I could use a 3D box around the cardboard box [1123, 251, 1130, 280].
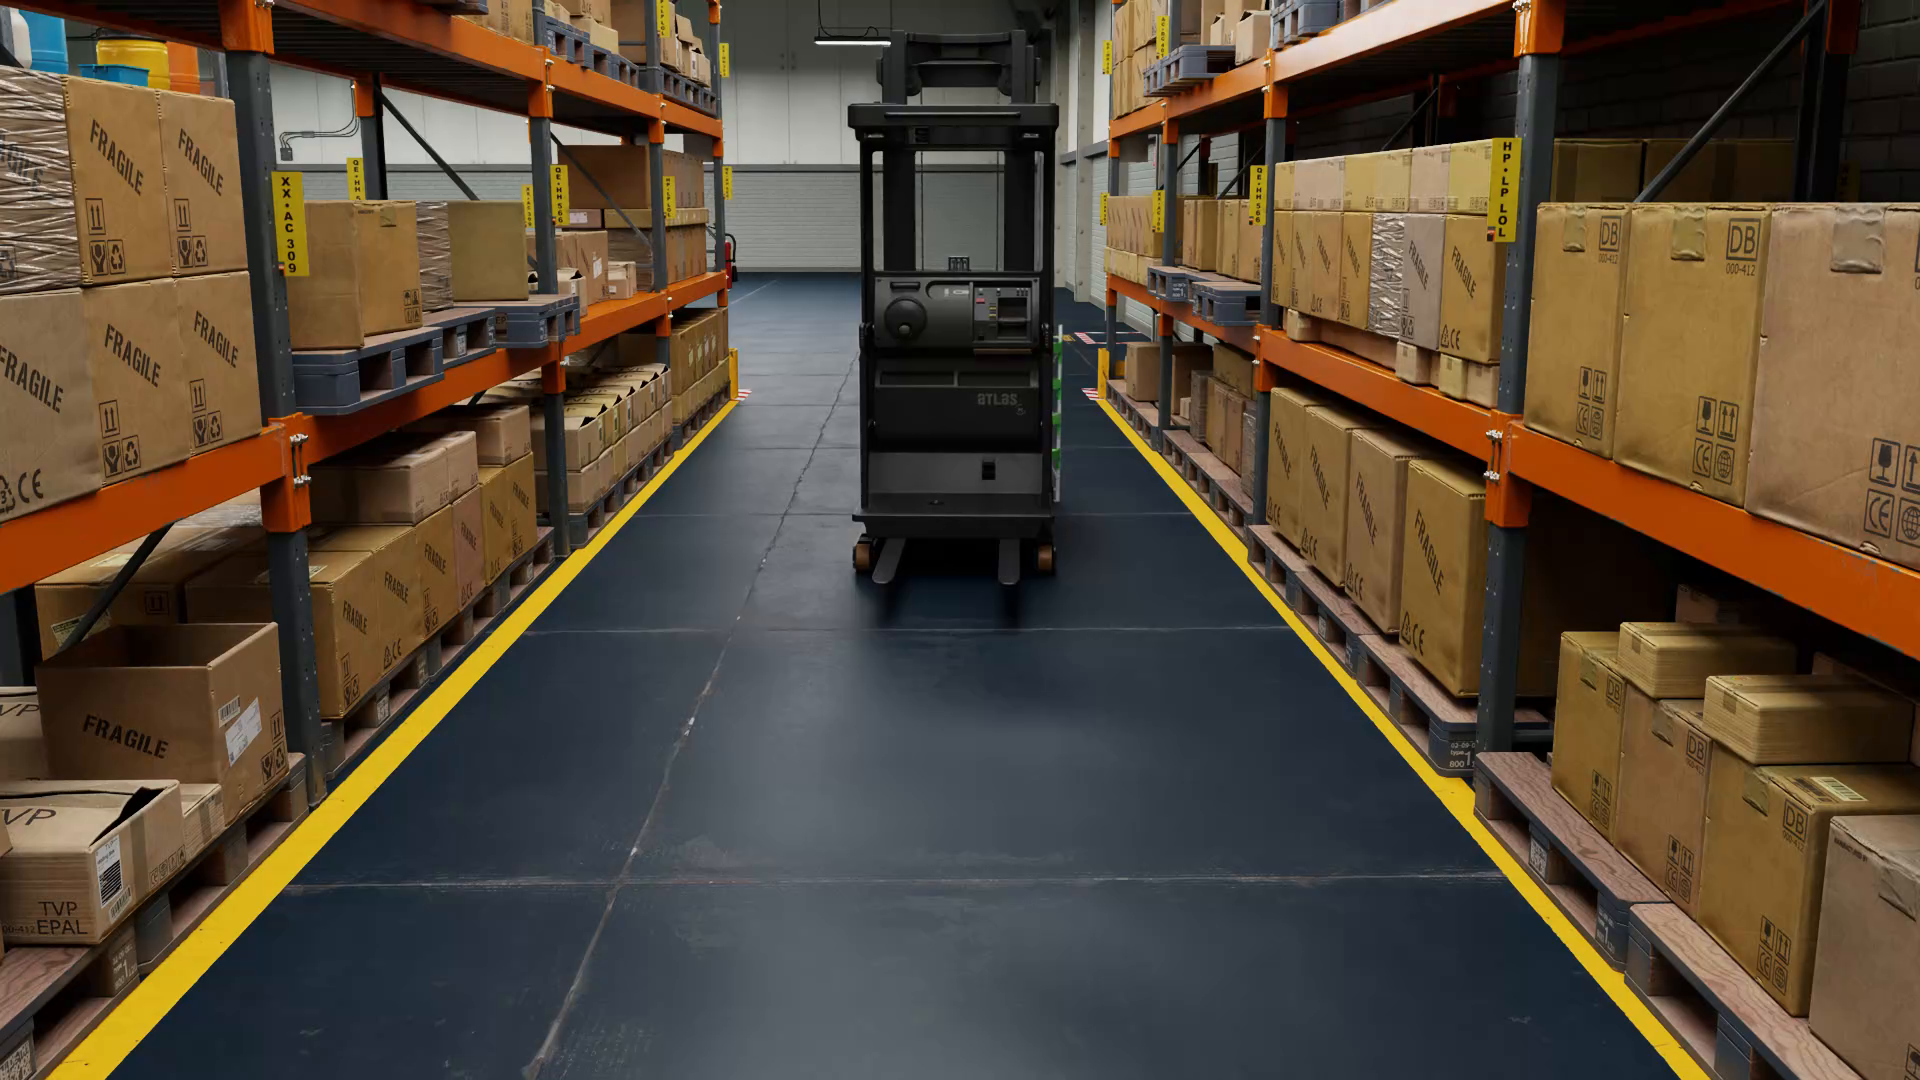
[{"bbox_3d":[1.767,-2.512,15.225,0.500,0.250,0.500,0,11,-1],"label":"cardboard box"}]

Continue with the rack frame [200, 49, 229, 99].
[{"bbox_3d":[-7.869,-5.879,16.403,1.000,3.000,0.127,0,11,-1],"label":"rack frame"}]

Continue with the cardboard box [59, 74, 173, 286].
[{"bbox_3d":[-2.386,-0.911,4.237,0.500,0.500,0.500,0,11,-2],"label":"cardboard box"}]

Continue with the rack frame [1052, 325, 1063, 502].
[{"bbox_3d":[0.580,-0.863,11.289,0.240,1.200,0.015,8,14,33],"label":"rack frame"}]

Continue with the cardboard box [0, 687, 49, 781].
[{"bbox_3d":[-2.876,0.614,5.146,0.500,0.311,0.500,0,11,-1],"label":"cardboard box"}]

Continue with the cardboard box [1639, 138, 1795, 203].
[{"bbox_3d":[2.535,-1.259,5.782,0.500,0.250,0.500,0,11,1],"label":"cardboard box"}]

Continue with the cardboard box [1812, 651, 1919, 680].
[{"bbox_3d":[2.412,0.384,4.221,0.380,0.149,0.250,-1,11,-3],"label":"cardboard box"}]

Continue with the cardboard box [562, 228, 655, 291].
[{"bbox_3d":[-2.849,-2.300,13.602,0.700,0.500,0.500,-1,11,-3],"label":"cardboard box"}]

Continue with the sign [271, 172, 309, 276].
[{"bbox_3d":[-2.126,-1.001,5.271,0.100,0.325,0.005,0,11,-1],"label":"sign"}]

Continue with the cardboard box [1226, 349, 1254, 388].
[{"bbox_3d":[2.178,-1.205,11.749,0.500,0.250,0.500,-1,11,-3],"label":"cardboard box"}]

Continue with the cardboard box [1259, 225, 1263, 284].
[{"bbox_3d":[2.182,-1.747,9.768,0.700,0.500,0.500,-2,12,-8],"label":"cardboard box"}]

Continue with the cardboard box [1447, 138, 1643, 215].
[{"bbox_3d":[2.019,-1.258,5.779,0.500,0.250,0.500,0,11,0],"label":"cardboard box"}]

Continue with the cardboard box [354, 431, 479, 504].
[{"bbox_3d":[-2.466,-0.327,7.419,0.500,0.250,0.500,0,11,-2],"label":"cardboard box"}]

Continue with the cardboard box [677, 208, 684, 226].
[{"bbox_3d":[-2.681,-2.892,14.887,0.380,0.149,0.250,0,11,-2],"label":"cardboard box"}]

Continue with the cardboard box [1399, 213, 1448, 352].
[{"bbox_3d":[2.002,-0.991,6.348,0.500,0.500,0.500,0,11,-1],"label":"cardboard box"}]

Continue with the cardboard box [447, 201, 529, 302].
[{"bbox_3d":[-2.625,-1.498,8.591,0.700,0.500,0.500,-4,12,-20],"label":"cardboard box"}]

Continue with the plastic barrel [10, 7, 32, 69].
[{"bbox_3d":[-7.599,-3.961,13.155,0.421,0.512,0.421,0,11,0],"label":"plastic barrel"}]

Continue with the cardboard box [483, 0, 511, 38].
[{"bbox_3d":[-2.698,-2.699,8.023,0.910,0.500,0.500,0,11,-1],"label":"cardboard box"}]

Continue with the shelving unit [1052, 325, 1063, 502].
[{"bbox_3d":[0.443,-0.823,11.091,0.258,1.200,0.503,8,14,33],"label":"shelving unit"}]

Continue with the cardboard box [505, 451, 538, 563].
[{"bbox_3d":[-2.497,-0.174,8.551,0.500,0.500,0.500,0,11,1],"label":"cardboard box"}]

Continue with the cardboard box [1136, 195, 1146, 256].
[{"bbox_3d":[1.784,-2.680,14.165,0.500,0.500,0.500,0,11,-1],"label":"cardboard box"}]

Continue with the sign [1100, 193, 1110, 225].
[{"bbox_3d":[1.494,-3.401,17.103,0.100,0.325,0.005,0,11,-1],"label":"sign"}]

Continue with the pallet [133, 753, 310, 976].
[{"bbox_3d":[-2.655,0.930,4.943,1.003,0.211,1.213,0,11,-1],"label":"pallet"}]

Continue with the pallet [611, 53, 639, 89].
[{"bbox_3d":[-2.803,-3.364,12.034,0.805,0.209,1.217,-1,11,-3],"label":"pallet"}]

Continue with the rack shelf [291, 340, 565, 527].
[{"bbox_3d":[-2.710,-0.618,7.370,1.077,0.370,4.000,0,11,-1],"label":"rack shelf"}]

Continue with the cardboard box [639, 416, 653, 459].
[{"bbox_3d":[-2.516,-0.738,12.011,0.500,0.250,0.500,0,11,0],"label":"cardboard box"}]

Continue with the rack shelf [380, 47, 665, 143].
[{"bbox_3d":[-2.792,-2.883,10.991,1.077,0.370,4.000,0,11,-1],"label":"rack shelf"}]

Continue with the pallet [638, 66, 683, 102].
[{"bbox_3d":[-2.877,-3.759,13.723,1.003,0.211,1.213,0,11,-1],"label":"pallet"}]

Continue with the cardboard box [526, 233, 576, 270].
[{"bbox_3d":[-2.802,-1.750,10.891,0.500,0.500,0.500,-1,11,-4],"label":"cardboard box"}]

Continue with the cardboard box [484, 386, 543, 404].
[{"bbox_3d":[-3.041,-0.907,11.437,0.500,0.311,0.500,0,11,0],"label":"cardboard box"}]

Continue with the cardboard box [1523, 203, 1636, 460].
[{"bbox_3d":[2.279,-0.633,4.881,0.980,0.700,0.700,0,11,0],"label":"cardboard box"}]

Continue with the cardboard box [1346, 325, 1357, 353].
[{"bbox_3d":[2.031,-0.954,7.797,0.380,0.149,0.250,0,11,0],"label":"cardboard box"}]

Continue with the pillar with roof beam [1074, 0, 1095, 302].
[{"bbox_3d":[-1.761,-9.344,33.485,9.100,9.000,0.400,0,11,-1],"label":"pillar with roof beam"}]

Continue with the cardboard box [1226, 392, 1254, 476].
[{"bbox_3d":[2.201,-0.724,11.264,0.700,0.500,0.500,0,11,-1],"label":"cardboard box"}]

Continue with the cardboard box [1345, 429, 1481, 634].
[{"bbox_3d":[2.119,-0.052,7.119,0.750,0.750,0.750,0,11,1],"label":"cardboard box"}]

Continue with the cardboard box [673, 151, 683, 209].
[{"bbox_3d":[-2.880,-3.235,14.948,0.700,0.500,0.500,0,11,-1],"label":"cardboard box"}]

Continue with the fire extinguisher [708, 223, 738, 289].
[{"bbox_3d":[-2.454,-2.946,17.229,0.296,0.674,0.183,0,11,-1],"label":"fire extinguisher"}]

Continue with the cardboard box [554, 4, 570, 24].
[{"bbox_3d":[-2.856,-3.385,10.977,0.500,0.250,0.500,-1,12,-6],"label":"cardboard box"}]

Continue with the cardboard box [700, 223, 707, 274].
[{"bbox_3d":[-2.920,-2.914,16.629,0.700,0.500,0.500,0,11,-1],"label":"cardboard box"}]

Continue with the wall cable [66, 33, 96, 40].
[{"bbox_3d":[-25.232,-13.173,47.467,3.097,2.526,0.112,0,11,-1],"label":"wall cable"}]

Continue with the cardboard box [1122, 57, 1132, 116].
[{"bbox_3d":[1.783,-4.231,15.522,0.500,0.500,0.500,0,11,1],"label":"cardboard box"}]

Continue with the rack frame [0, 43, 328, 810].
[{"bbox_3d":[-2.668,-0.573,5.338,1.000,3.000,0.127,0,11,-1],"label":"rack frame"}]

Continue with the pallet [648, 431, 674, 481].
[{"bbox_3d":[-2.780,-0.650,12.733,1.003,0.211,1.213,0,11,-1],"label":"pallet"}]

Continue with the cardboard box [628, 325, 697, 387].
[{"bbox_3d":[-2.549,-1.582,14.284,0.500,0.500,0.500,0,11,-1],"label":"cardboard box"}]

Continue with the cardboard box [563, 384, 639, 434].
[{"bbox_3d":[-2.507,-0.914,11.471,0.500,0.311,0.500,0,11,-2],"label":"cardboard box"}]

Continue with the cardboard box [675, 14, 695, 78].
[{"bbox_3d":[-2.742,-4.286,14.429,0.797,0.503,0.637,1,12,5],"label":"cardboard box"}]

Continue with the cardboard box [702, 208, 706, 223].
[{"bbox_3d":[-2.711,-3.198,16.395,0.380,0.149,0.250,0,11,0],"label":"cardboard box"}]

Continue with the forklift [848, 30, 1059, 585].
[{"bbox_3d":[-0.021,-1.312,9.153,1.130,2.935,3.031,0,11,2],"label":"forklift"}]

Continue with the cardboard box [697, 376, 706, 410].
[{"bbox_3d":[-2.551,-1.314,14.849,0.500,0.250,0.500,0,11,-1],"label":"cardboard box"}]

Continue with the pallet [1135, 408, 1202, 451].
[{"bbox_3d":[2.070,-0.951,14.216,1.003,0.211,1.213,0,11,-1],"label":"pallet"}]

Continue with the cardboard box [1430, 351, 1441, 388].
[{"bbox_3d":[2.005,-0.648,6.292,0.380,0.149,0.250,0,11,1],"label":"cardboard box"}]

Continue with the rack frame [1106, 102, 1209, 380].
[{"bbox_3d":[2.036,-2.979,17.200,1.000,3.000,0.127,0,11,-1],"label":"rack frame"}]

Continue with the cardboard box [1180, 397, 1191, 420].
[{"bbox_3d":[2.078,-1.117,14.042,0.380,0.166,0.250,-2,12,-9],"label":"cardboard box"}]

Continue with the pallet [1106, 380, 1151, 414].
[{"bbox_3d":[2.019,-1.436,16.606,1.003,0.211,1.213,0,11,-1],"label":"pallet"}]

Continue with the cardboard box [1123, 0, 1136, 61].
[{"bbox_3d":[1.783,-4.719,15.414,0.500,0.500,0.500,0,11,0],"label":"cardboard box"}]

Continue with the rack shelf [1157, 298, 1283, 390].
[{"bbox_3d":[2.160,-1.434,11.393,1.077,0.370,4.000,0,11,-1],"label":"rack shelf"}]

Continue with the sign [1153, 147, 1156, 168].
[{"bbox_3d":[2.878,-5.666,24.612,0.001,0.298,0.199,0,11,-1],"label":"sign"}]
